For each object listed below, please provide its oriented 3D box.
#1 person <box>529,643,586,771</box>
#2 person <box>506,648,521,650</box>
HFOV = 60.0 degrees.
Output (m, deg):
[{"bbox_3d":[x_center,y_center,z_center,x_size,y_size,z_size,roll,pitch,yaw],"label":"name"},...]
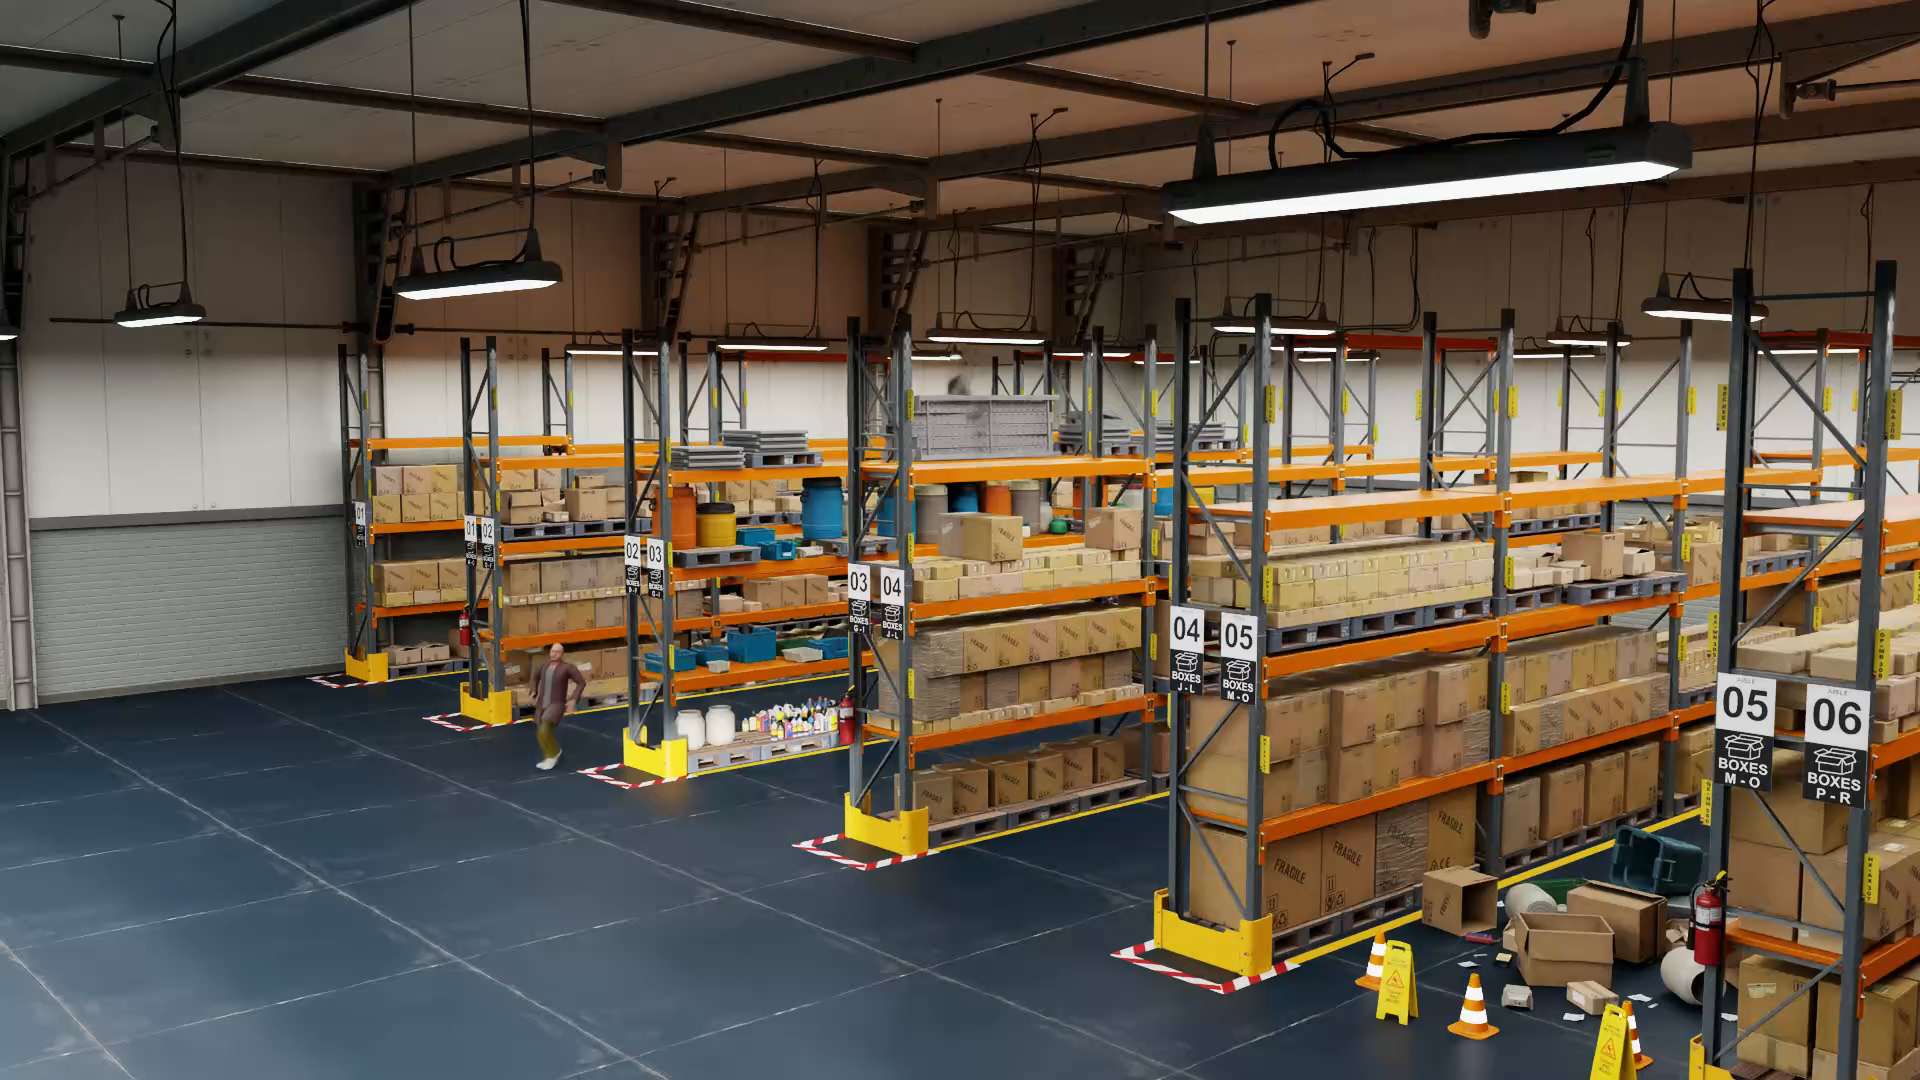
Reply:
[{"bbox_3d":[-5.533,2.277,22.603,0.786,1.751,0.610,2,6,22],"label":"person"},{"bbox_3d":[-7.575,1.828,28.235,0.563,1.628,0.677,3,6,33],"label":"person"}]
